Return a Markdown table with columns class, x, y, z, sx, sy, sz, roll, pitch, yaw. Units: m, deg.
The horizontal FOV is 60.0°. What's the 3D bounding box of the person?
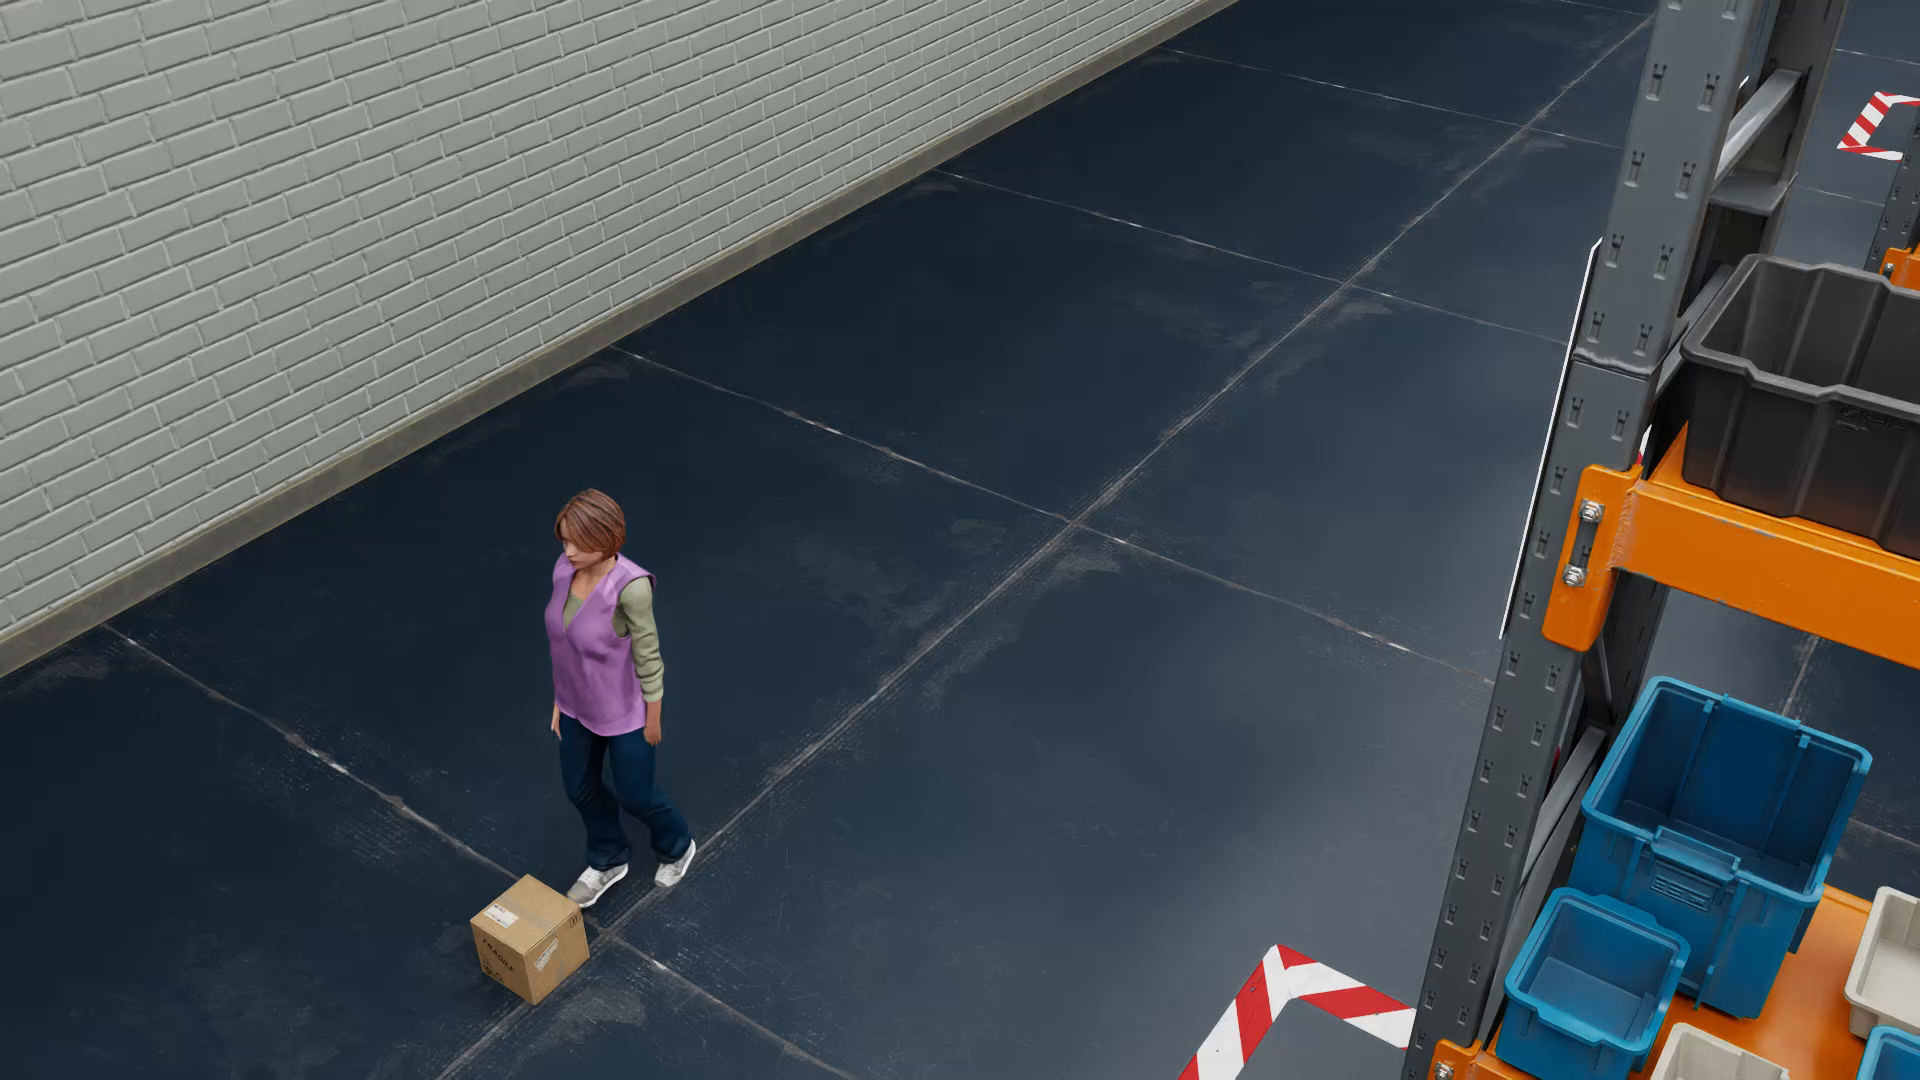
| class | x | y | z | sx | sy | sz | roll | pitch | yaw |
| --- | --- | --- | --- | --- | --- | --- | --- | --- | --- |
| person | -1.142 | 0.583 | 5.393 | 0.419 | 1.663 | 0.459 | 23 | 41 | 29 |
